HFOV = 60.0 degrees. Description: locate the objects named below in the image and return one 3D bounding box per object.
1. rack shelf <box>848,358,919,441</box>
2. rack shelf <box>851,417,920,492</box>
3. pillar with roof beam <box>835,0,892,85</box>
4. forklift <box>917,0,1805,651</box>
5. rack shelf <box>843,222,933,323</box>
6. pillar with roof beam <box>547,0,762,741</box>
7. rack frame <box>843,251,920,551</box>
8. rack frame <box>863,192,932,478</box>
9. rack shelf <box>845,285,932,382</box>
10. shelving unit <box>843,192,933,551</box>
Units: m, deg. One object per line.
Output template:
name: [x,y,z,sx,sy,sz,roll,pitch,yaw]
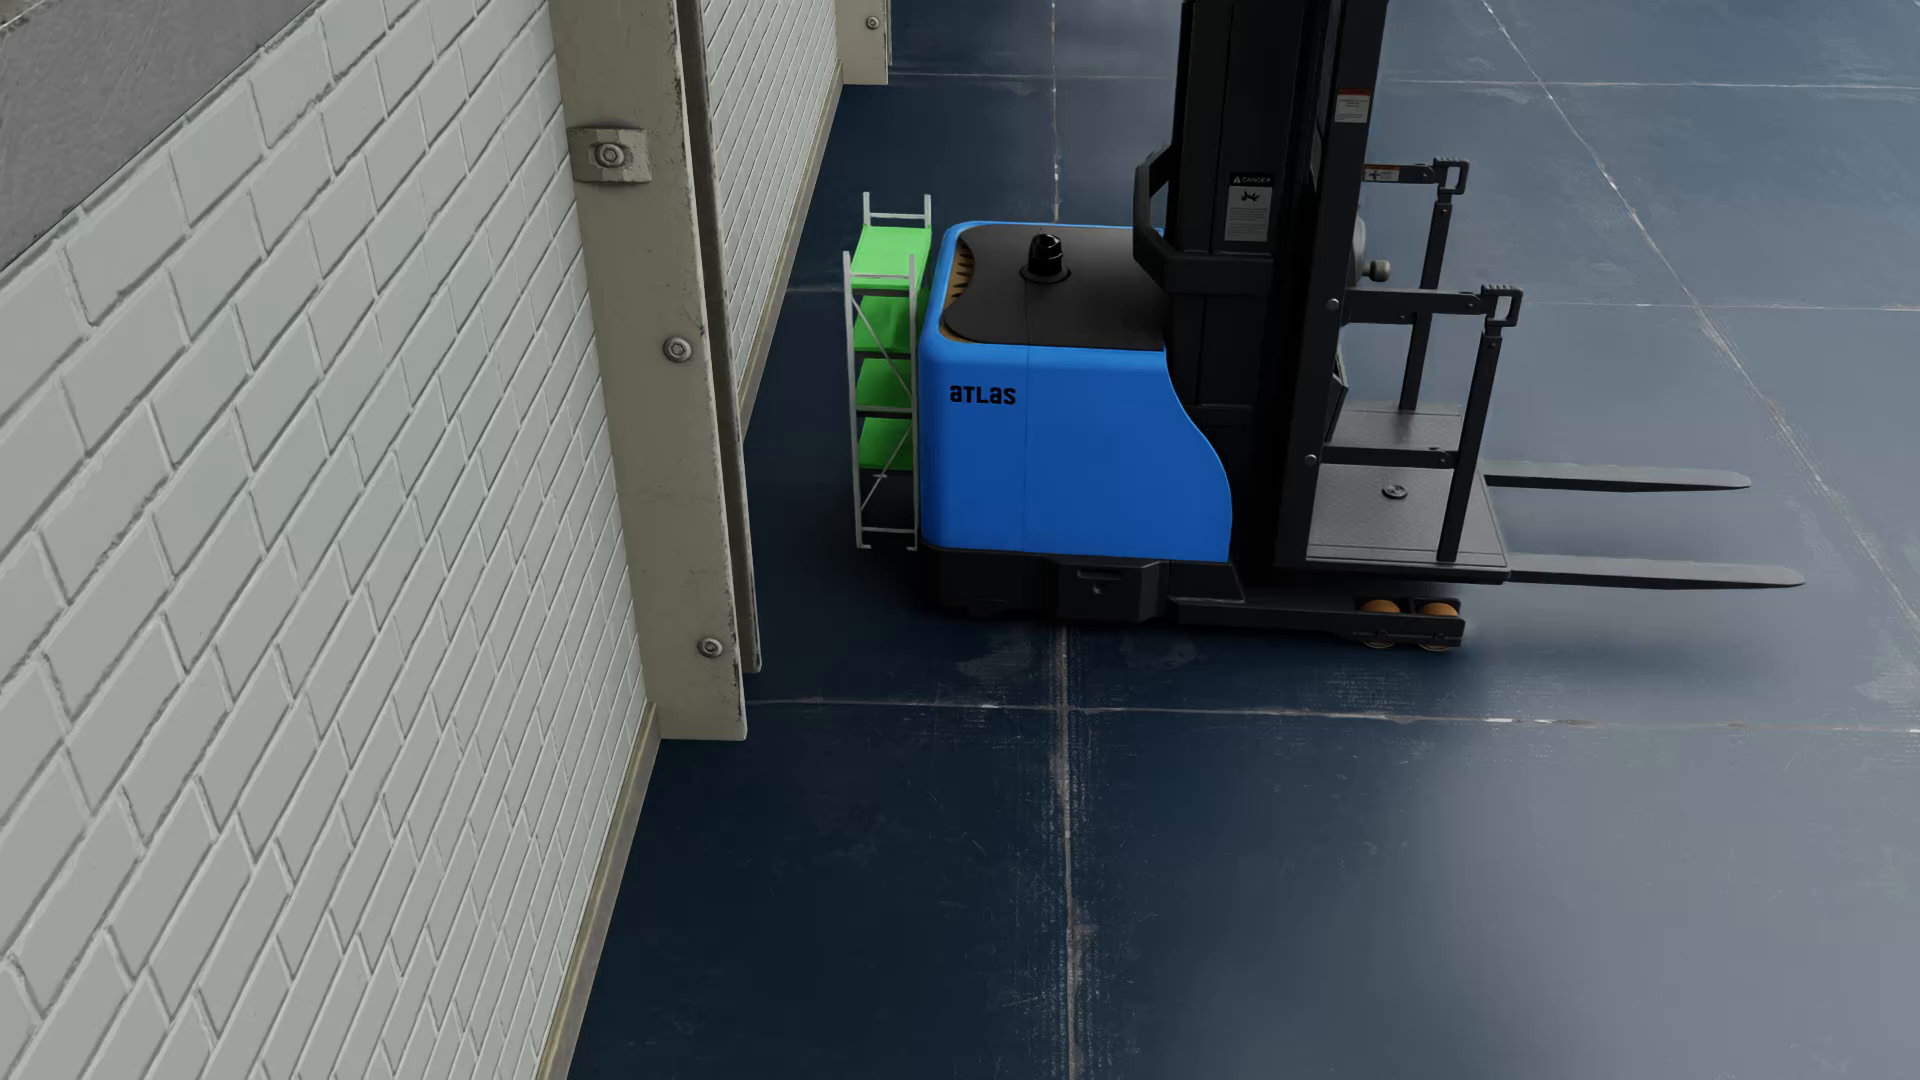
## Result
rack shelf: [-0.246,-0.547,6.096,0.258,0.148,0.480,3,35,4]
rack shelf: [-0.246,-0.351,6.234,0.258,0.148,0.480,3,35,4]
pillar with roof beam: [3.706,-6.504,7.678,9.100,9.000,0.400,1,35,2]
forklift: [1.398,-1.138,5.320,3.031,2.935,1.130,3,35,4]
rack shelf: [-0.247,-0.940,5.820,0.258,0.148,0.480,3,35,4]
pillar with roof beam: [3.465,-3.056,2.773,9.100,9.000,0.400,1,35,2]
rack frame: [-0.267,-0.460,5.860,0.240,1.200,0.015,3,35,4]
rack frame: [-0.224,-0.739,6.258,0.240,1.200,0.015,3,35,4]
rack shelf: [-0.246,-0.743,5.958,0.258,0.148,0.480,3,35,4]
shelving unit: [-0.246,-0.599,6.059,0.258,1.200,0.503,3,35,4]
